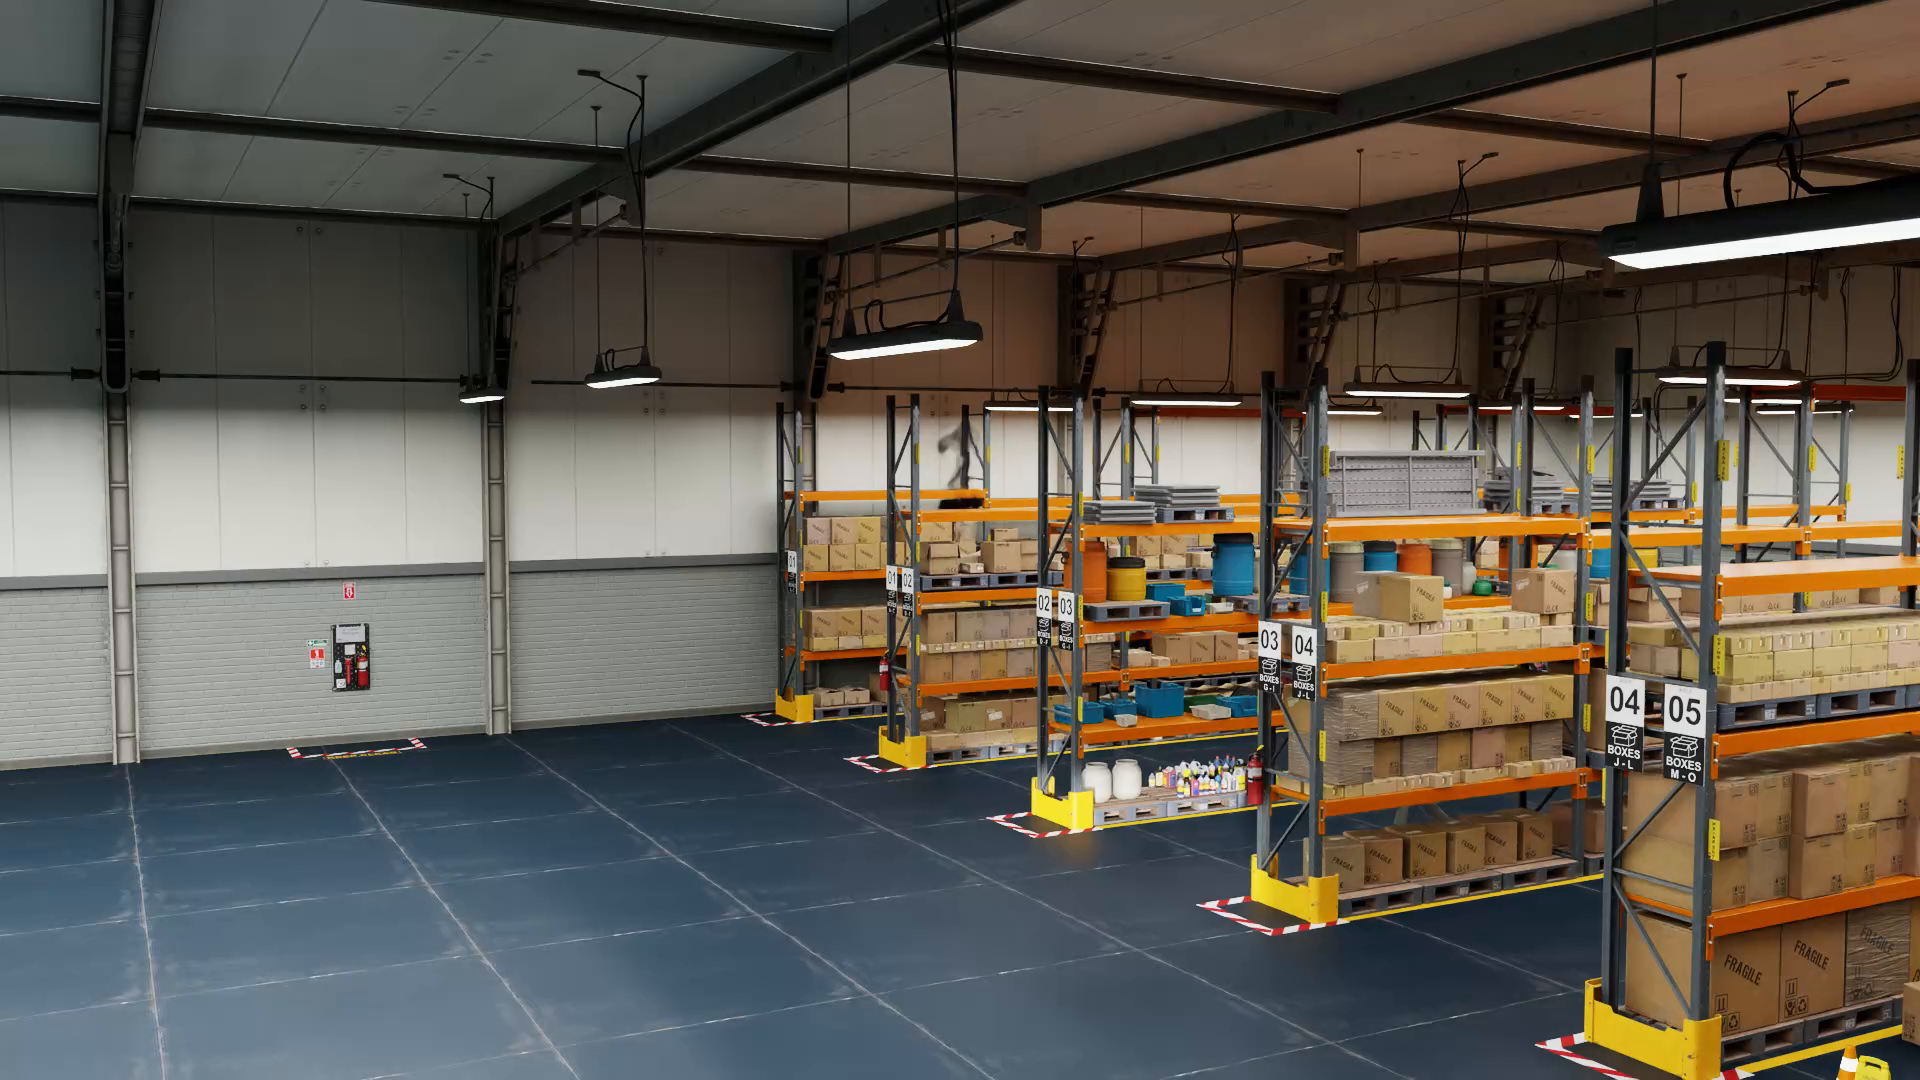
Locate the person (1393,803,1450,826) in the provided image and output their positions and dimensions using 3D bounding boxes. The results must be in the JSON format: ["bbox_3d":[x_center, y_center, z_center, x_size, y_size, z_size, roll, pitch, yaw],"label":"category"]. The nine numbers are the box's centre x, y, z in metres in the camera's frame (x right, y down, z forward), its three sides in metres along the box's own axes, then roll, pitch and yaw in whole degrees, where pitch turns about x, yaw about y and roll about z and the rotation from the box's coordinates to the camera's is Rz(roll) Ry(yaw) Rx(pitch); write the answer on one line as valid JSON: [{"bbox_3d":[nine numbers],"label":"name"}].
[{"bbox_3d":[6.012,3.167,21.679,0.960,1.626,0.606,-1,3,-19],"label":"person"}]
